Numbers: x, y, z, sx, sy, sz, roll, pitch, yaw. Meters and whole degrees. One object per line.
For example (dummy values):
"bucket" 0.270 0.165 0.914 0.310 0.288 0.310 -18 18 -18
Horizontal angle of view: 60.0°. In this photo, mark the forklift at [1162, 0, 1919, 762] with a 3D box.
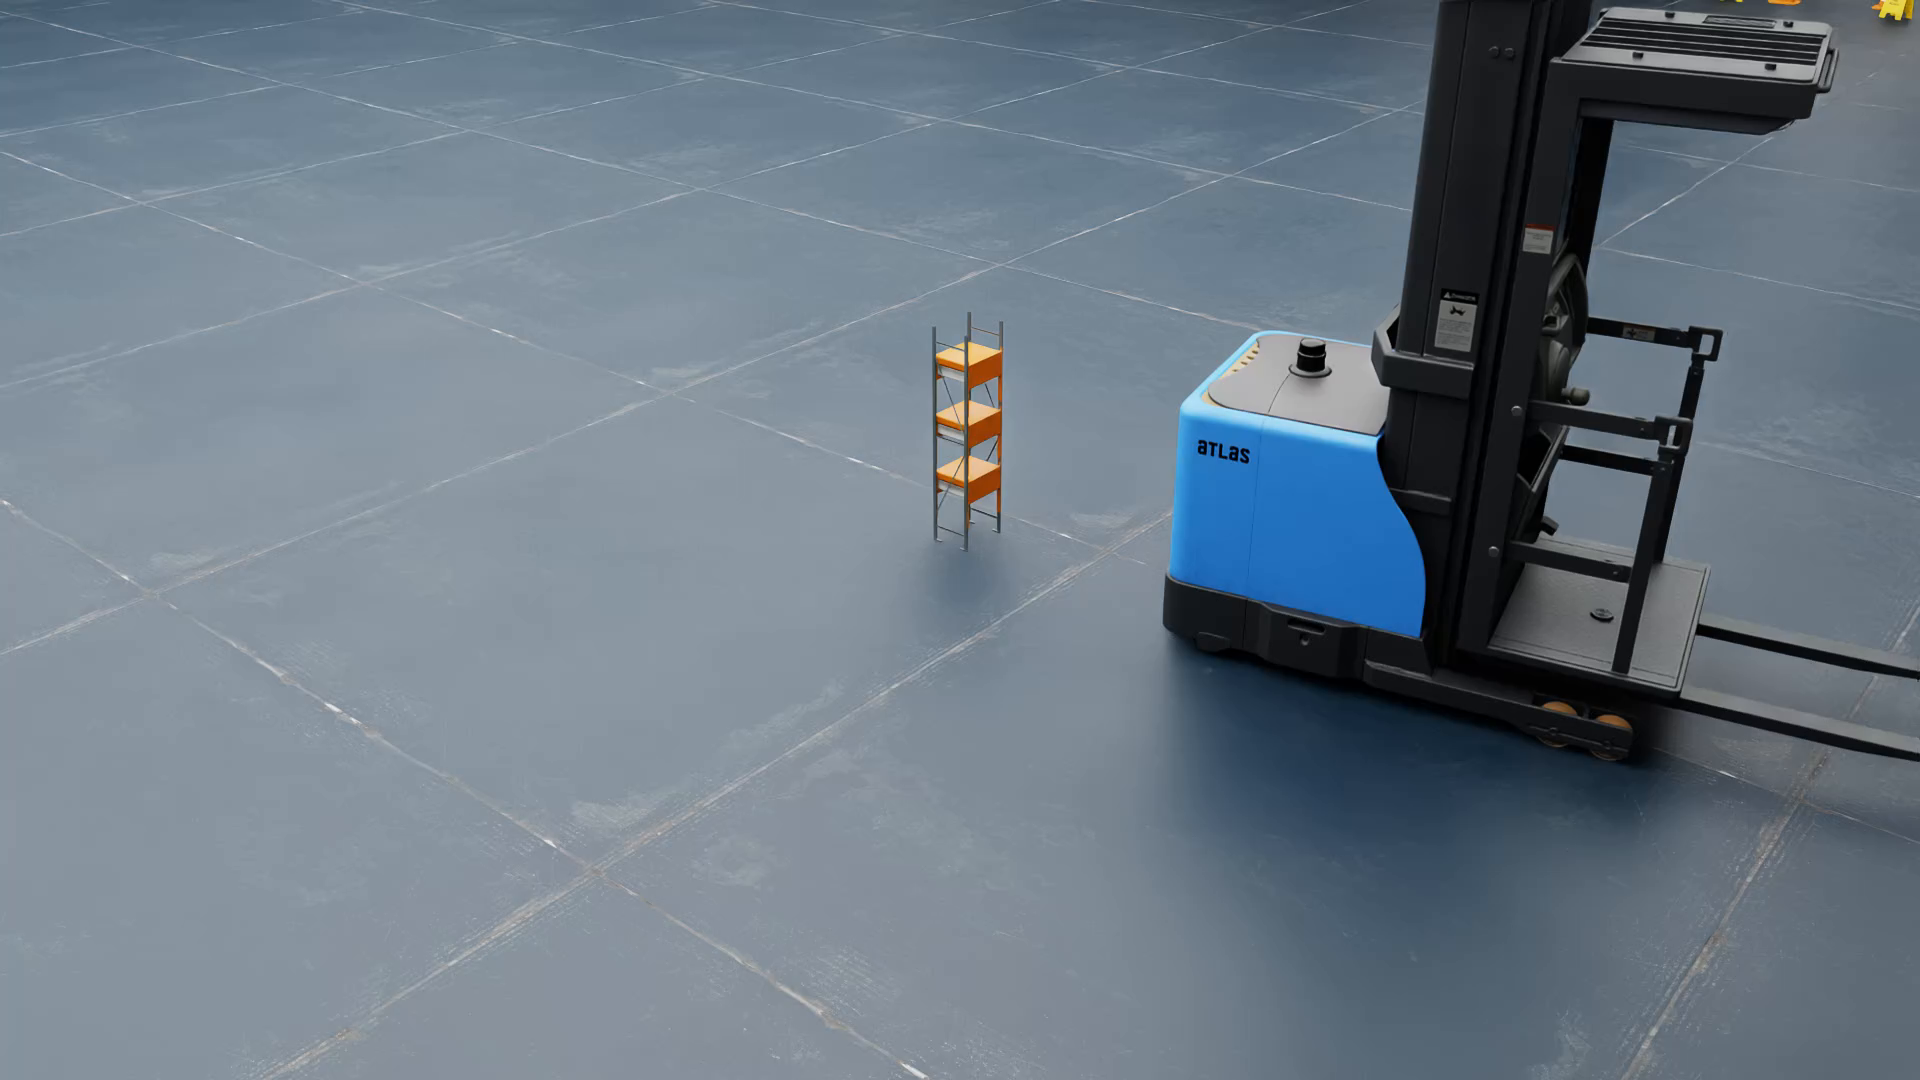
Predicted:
"forklift" 2.392 -0.763 6.034 3.031 2.935 1.130 13 30 24

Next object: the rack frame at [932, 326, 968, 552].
"rack frame" -0.044 -0.442 7.462 0.200 1.050 0.008 21 34 34

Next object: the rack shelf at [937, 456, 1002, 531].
"rack shelf" 0.034 -0.229 7.678 0.215 0.259 0.240 21 34 34

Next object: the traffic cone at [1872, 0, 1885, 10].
"traffic cone" 11.318 -6.684 20.166 0.336 0.463 0.334 21 34 34

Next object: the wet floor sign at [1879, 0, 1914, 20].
"wet floor sign" 11.094 -6.481 19.575 0.232 0.644 0.267 -15 31 -27

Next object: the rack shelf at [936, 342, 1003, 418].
"rack shelf" 0.034 -0.728 7.420 0.215 0.259 0.240 21 34 34

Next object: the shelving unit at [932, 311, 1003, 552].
"shelving unit" 0.034 -0.485 7.545 0.215 1.050 0.252 21 34 34

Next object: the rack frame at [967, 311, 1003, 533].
"rack frame" 0.112 -0.529 7.629 0.200 1.050 0.008 21 34 34

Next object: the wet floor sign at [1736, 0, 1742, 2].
"wet floor sign" 9.666 -7.057 20.689 0.267 0.644 0.232 15 31 26

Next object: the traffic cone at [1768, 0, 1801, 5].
"traffic cone" 10.246 -6.887 20.560 0.336 0.463 0.334 21 34 34

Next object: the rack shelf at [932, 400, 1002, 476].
"rack shelf" 0.034 -0.476 7.550 0.215 0.259 0.240 21 34 34
